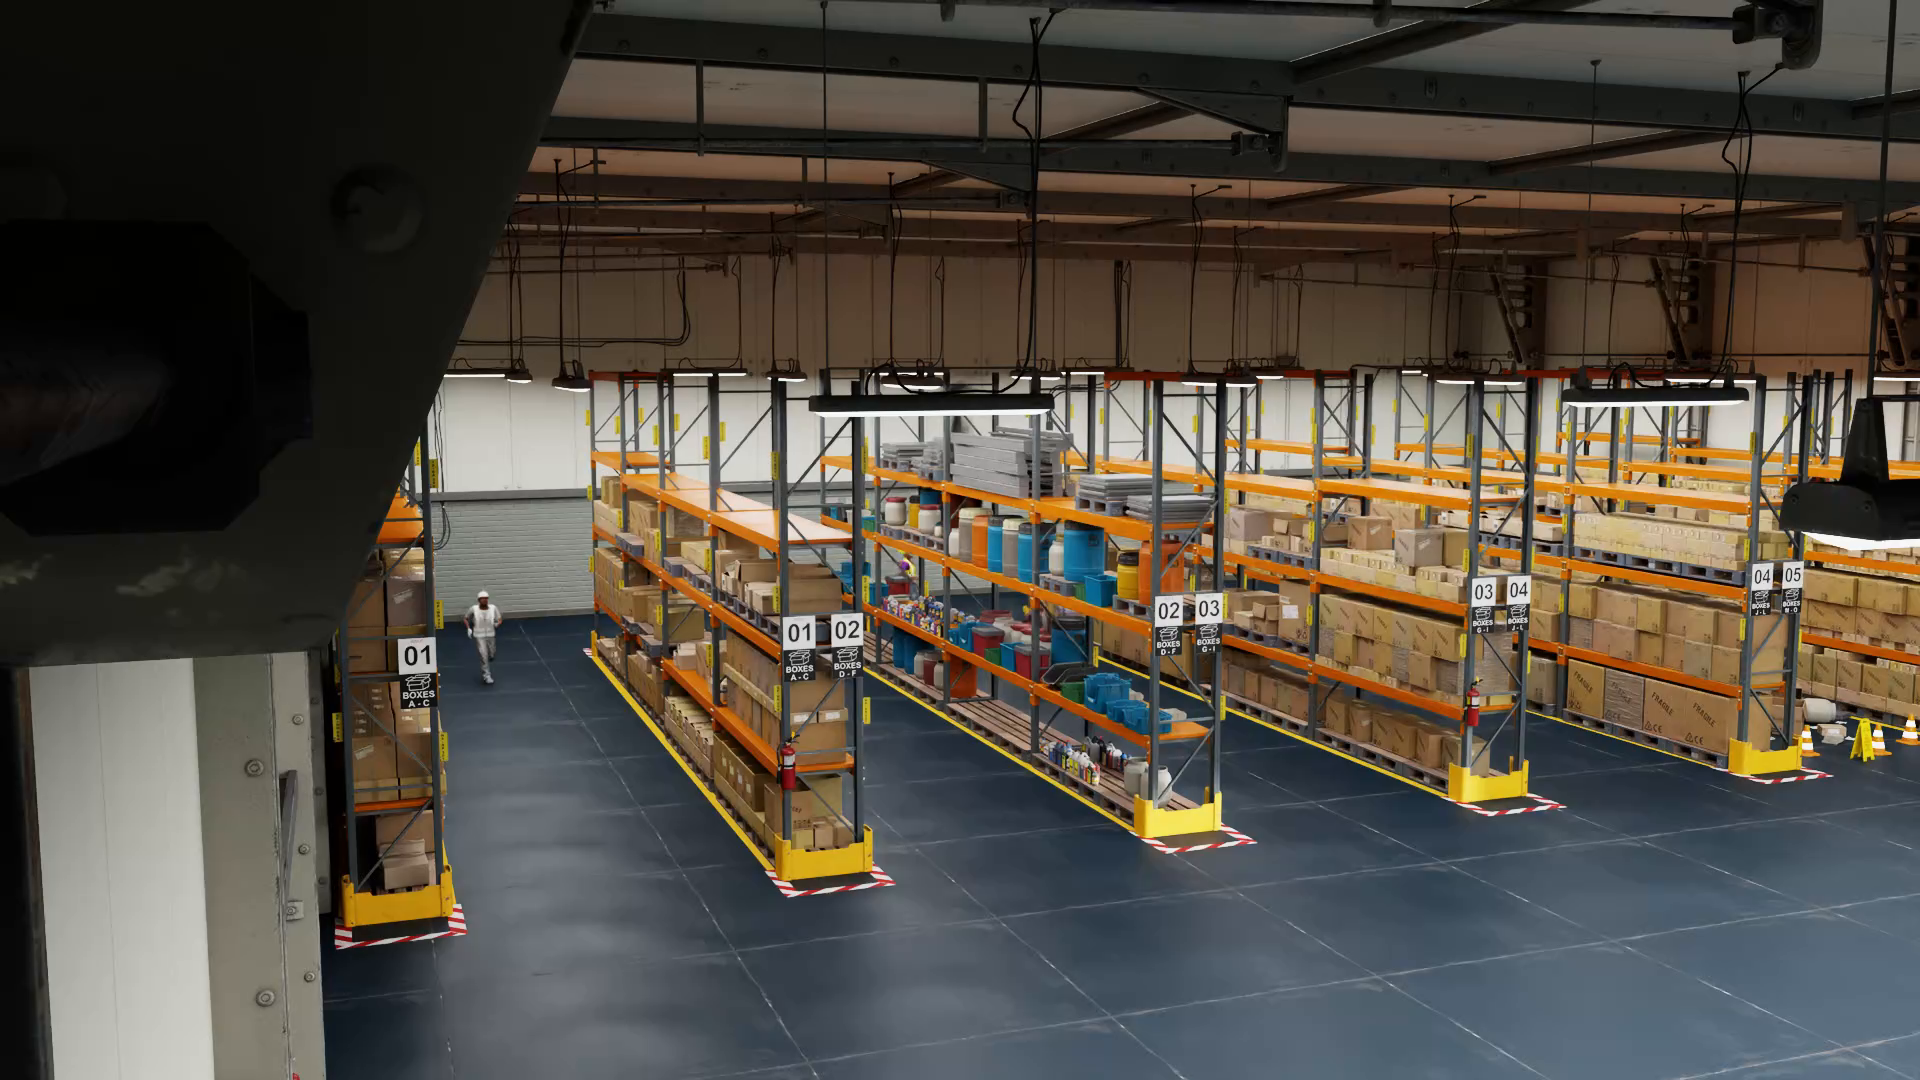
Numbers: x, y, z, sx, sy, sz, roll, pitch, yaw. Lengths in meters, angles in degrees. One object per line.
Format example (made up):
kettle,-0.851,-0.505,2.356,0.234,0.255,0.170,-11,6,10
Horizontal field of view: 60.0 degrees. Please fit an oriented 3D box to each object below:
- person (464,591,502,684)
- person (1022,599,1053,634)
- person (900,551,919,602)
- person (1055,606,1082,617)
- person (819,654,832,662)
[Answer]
person,-9.200,1.861,32.154,0.689,1.761,0.871,-4,7,-29
person,1.501,1.951,31.638,0.712,1.743,0.720,-4,7,-29
person,-1.229,1.026,39.919,0.582,1.723,0.700,1,6,9
person,2.221,1.791,33.649,0.616,1.605,0.599,-3,7,-25
person,-2.360,2.364,28.304,0.745,1.715,1.061,-3,7,-26
